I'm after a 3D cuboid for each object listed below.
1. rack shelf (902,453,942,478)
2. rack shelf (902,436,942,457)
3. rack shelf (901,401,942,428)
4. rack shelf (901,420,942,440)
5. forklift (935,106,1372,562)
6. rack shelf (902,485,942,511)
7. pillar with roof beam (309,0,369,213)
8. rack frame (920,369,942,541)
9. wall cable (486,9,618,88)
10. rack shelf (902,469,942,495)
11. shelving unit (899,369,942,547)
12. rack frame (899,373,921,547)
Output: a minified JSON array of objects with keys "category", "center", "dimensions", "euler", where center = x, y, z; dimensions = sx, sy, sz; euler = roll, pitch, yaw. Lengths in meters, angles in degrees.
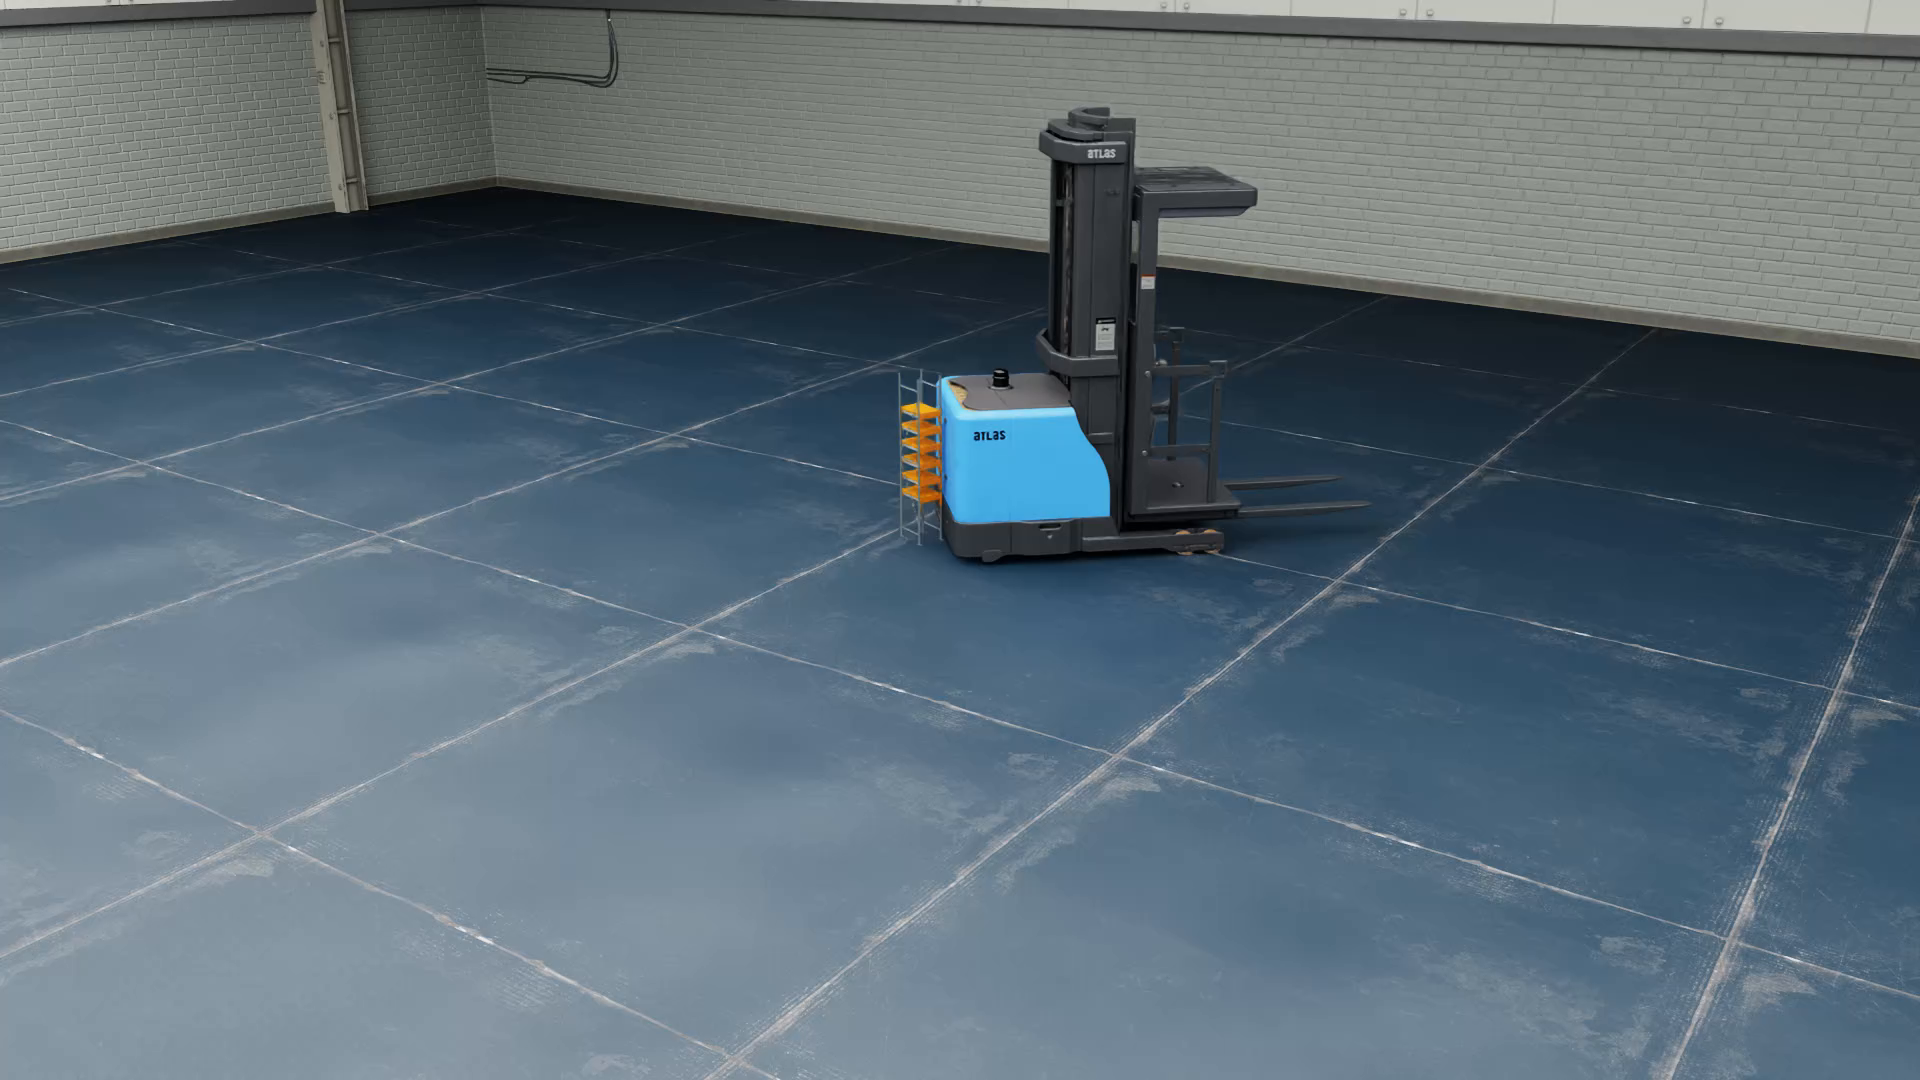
[{"category":"rack shelf","center":[-0.275,-0.527,11.590],"dimensions":[0.180,0.103,0.258],"euler":[-14,25,-34]},{"category":"rack shelf","center":[-0.275,-0.640,11.548],"dimensions":[0.180,0.103,0.258],"euler":[-14,25,-34]},{"category":"rack shelf","center":[-0.275,-0.865,11.465],"dimensions":[0.180,0.103,0.258],"euler":[-14,25,-34]},{"category":"rack shelf","center":[-0.275,-0.753,11.506],"dimensions":[0.180,0.103,0.258],"euler":[-14,25,-34]},{"category":"forklift","center":[1.382,-1.446,11.450],"dimensions":[3.031,2.935,1.130],"euler":[-3,21,-9]},{"category":"rack shelf","center":[-0.275,-0.302,11.673],"dimensions":[0.180,0.103,0.258],"euler":[-14,25,-34]},{"category":"pillar with roof beam","center":[-5.713,-8.405,21.517],"dimensions":[9.100,9.000,0.400],"euler":[13,24,32]},{"category":"rack frame","center":[-0.201,-0.588,11.625],"dimensions":[0.006,1.200,0.240],"euler":[-14,25,-34]},{"category":"wall cable","center":[-6.523,-8.376,25.913],"dimensions":[3.097,2.526,0.112],"euler":[13,24,32]},{"category":"rack shelf","center":[-0.275,-0.415,11.631],"dimensions":[0.180,0.103,0.258],"euler":[-14,25,-34]},{"category":"shelving unit","center":[-0.275,-0.569,11.574],"dimensions":[0.189,1.200,0.258],"euler":[-14,25,-34]},{"category":"rack frame","center":[-0.349,-0.550,11.523],"dimensions":[0.006,1.200,0.240],"euler":[-14,25,-34]}]
